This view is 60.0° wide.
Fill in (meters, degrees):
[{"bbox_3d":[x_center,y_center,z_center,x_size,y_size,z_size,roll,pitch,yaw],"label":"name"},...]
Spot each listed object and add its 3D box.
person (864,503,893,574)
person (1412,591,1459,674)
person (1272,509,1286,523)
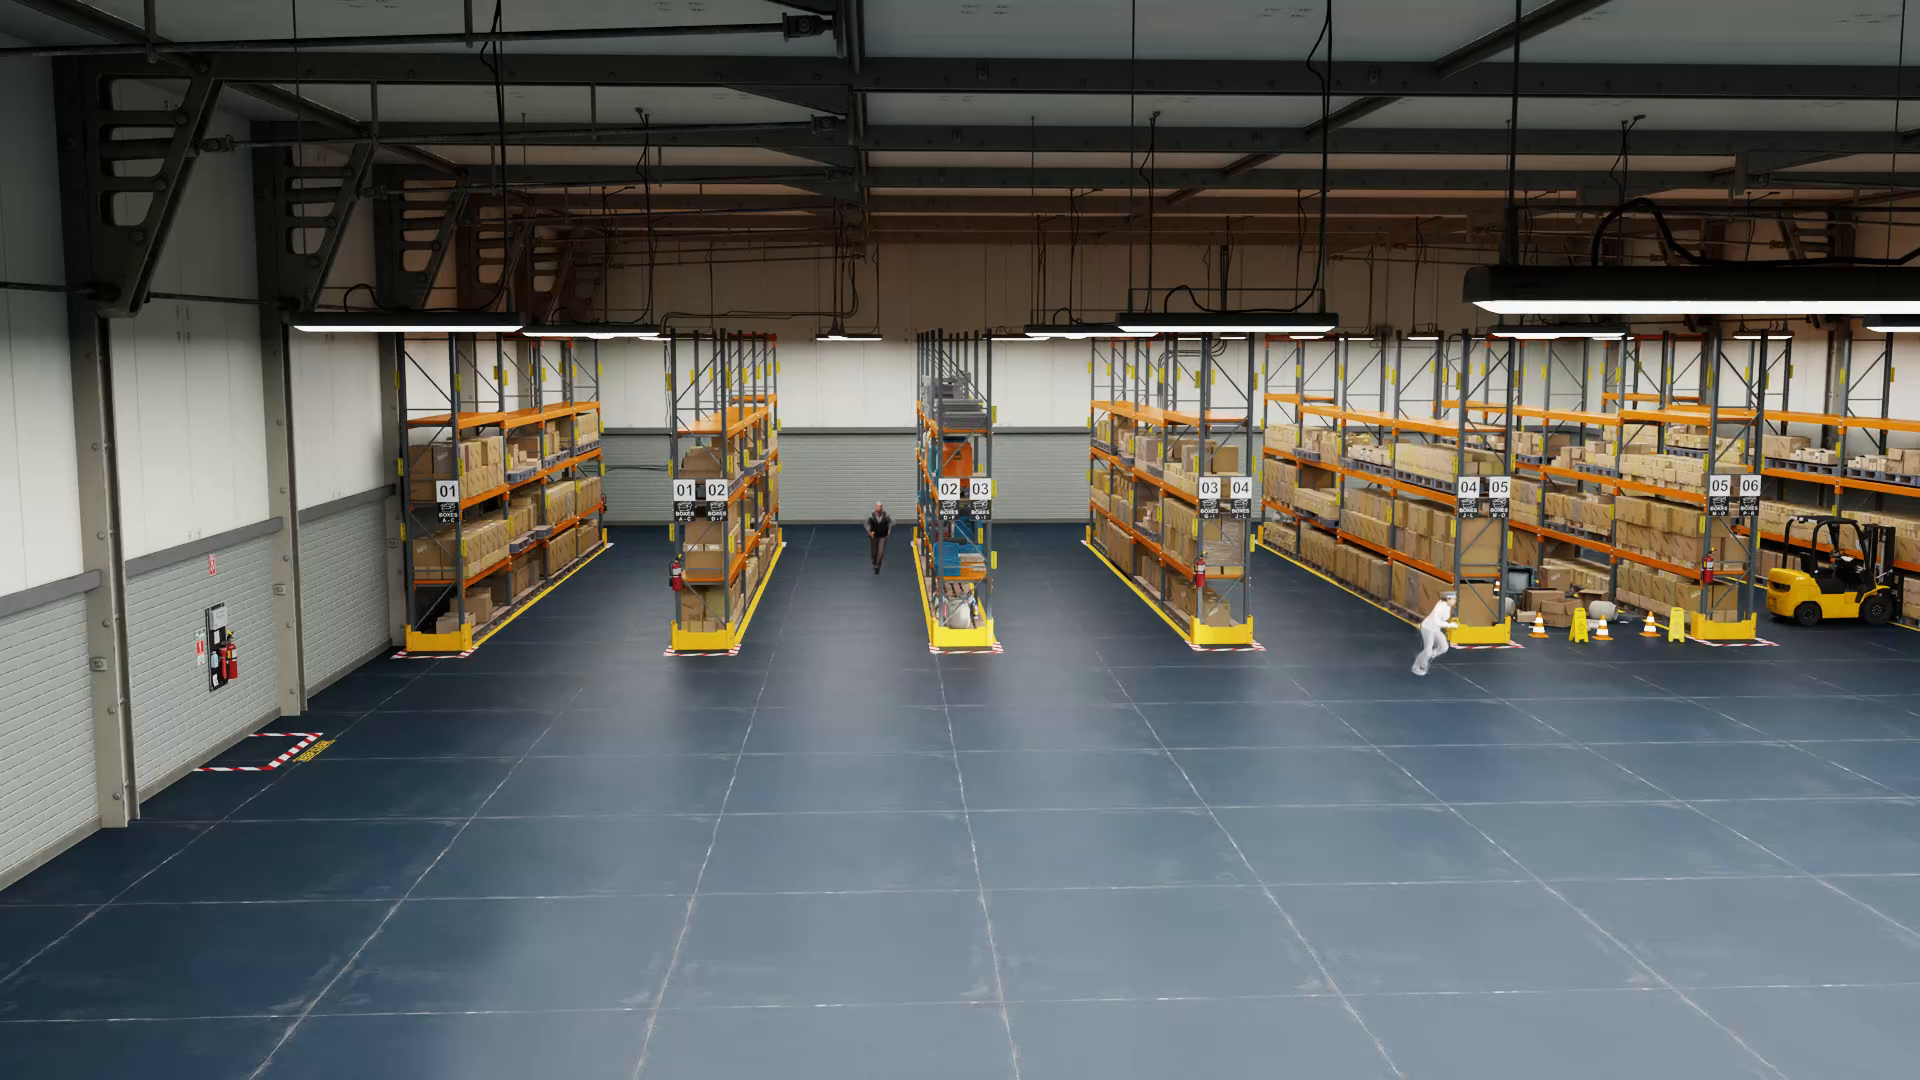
[{"bbox_3d":[-1.938,-0.064,39.721,0.684,1.686,0.789,-1,7,-6],"label":"person"},{"bbox_3d":[8.252,1.594,28.757,0.840,1.502,0.644,5,9,38],"label":"person"},{"bbox_3d":[9.454,-0.918,48.974,0.863,1.771,0.657,-1,7,-10],"label":"person"}]
